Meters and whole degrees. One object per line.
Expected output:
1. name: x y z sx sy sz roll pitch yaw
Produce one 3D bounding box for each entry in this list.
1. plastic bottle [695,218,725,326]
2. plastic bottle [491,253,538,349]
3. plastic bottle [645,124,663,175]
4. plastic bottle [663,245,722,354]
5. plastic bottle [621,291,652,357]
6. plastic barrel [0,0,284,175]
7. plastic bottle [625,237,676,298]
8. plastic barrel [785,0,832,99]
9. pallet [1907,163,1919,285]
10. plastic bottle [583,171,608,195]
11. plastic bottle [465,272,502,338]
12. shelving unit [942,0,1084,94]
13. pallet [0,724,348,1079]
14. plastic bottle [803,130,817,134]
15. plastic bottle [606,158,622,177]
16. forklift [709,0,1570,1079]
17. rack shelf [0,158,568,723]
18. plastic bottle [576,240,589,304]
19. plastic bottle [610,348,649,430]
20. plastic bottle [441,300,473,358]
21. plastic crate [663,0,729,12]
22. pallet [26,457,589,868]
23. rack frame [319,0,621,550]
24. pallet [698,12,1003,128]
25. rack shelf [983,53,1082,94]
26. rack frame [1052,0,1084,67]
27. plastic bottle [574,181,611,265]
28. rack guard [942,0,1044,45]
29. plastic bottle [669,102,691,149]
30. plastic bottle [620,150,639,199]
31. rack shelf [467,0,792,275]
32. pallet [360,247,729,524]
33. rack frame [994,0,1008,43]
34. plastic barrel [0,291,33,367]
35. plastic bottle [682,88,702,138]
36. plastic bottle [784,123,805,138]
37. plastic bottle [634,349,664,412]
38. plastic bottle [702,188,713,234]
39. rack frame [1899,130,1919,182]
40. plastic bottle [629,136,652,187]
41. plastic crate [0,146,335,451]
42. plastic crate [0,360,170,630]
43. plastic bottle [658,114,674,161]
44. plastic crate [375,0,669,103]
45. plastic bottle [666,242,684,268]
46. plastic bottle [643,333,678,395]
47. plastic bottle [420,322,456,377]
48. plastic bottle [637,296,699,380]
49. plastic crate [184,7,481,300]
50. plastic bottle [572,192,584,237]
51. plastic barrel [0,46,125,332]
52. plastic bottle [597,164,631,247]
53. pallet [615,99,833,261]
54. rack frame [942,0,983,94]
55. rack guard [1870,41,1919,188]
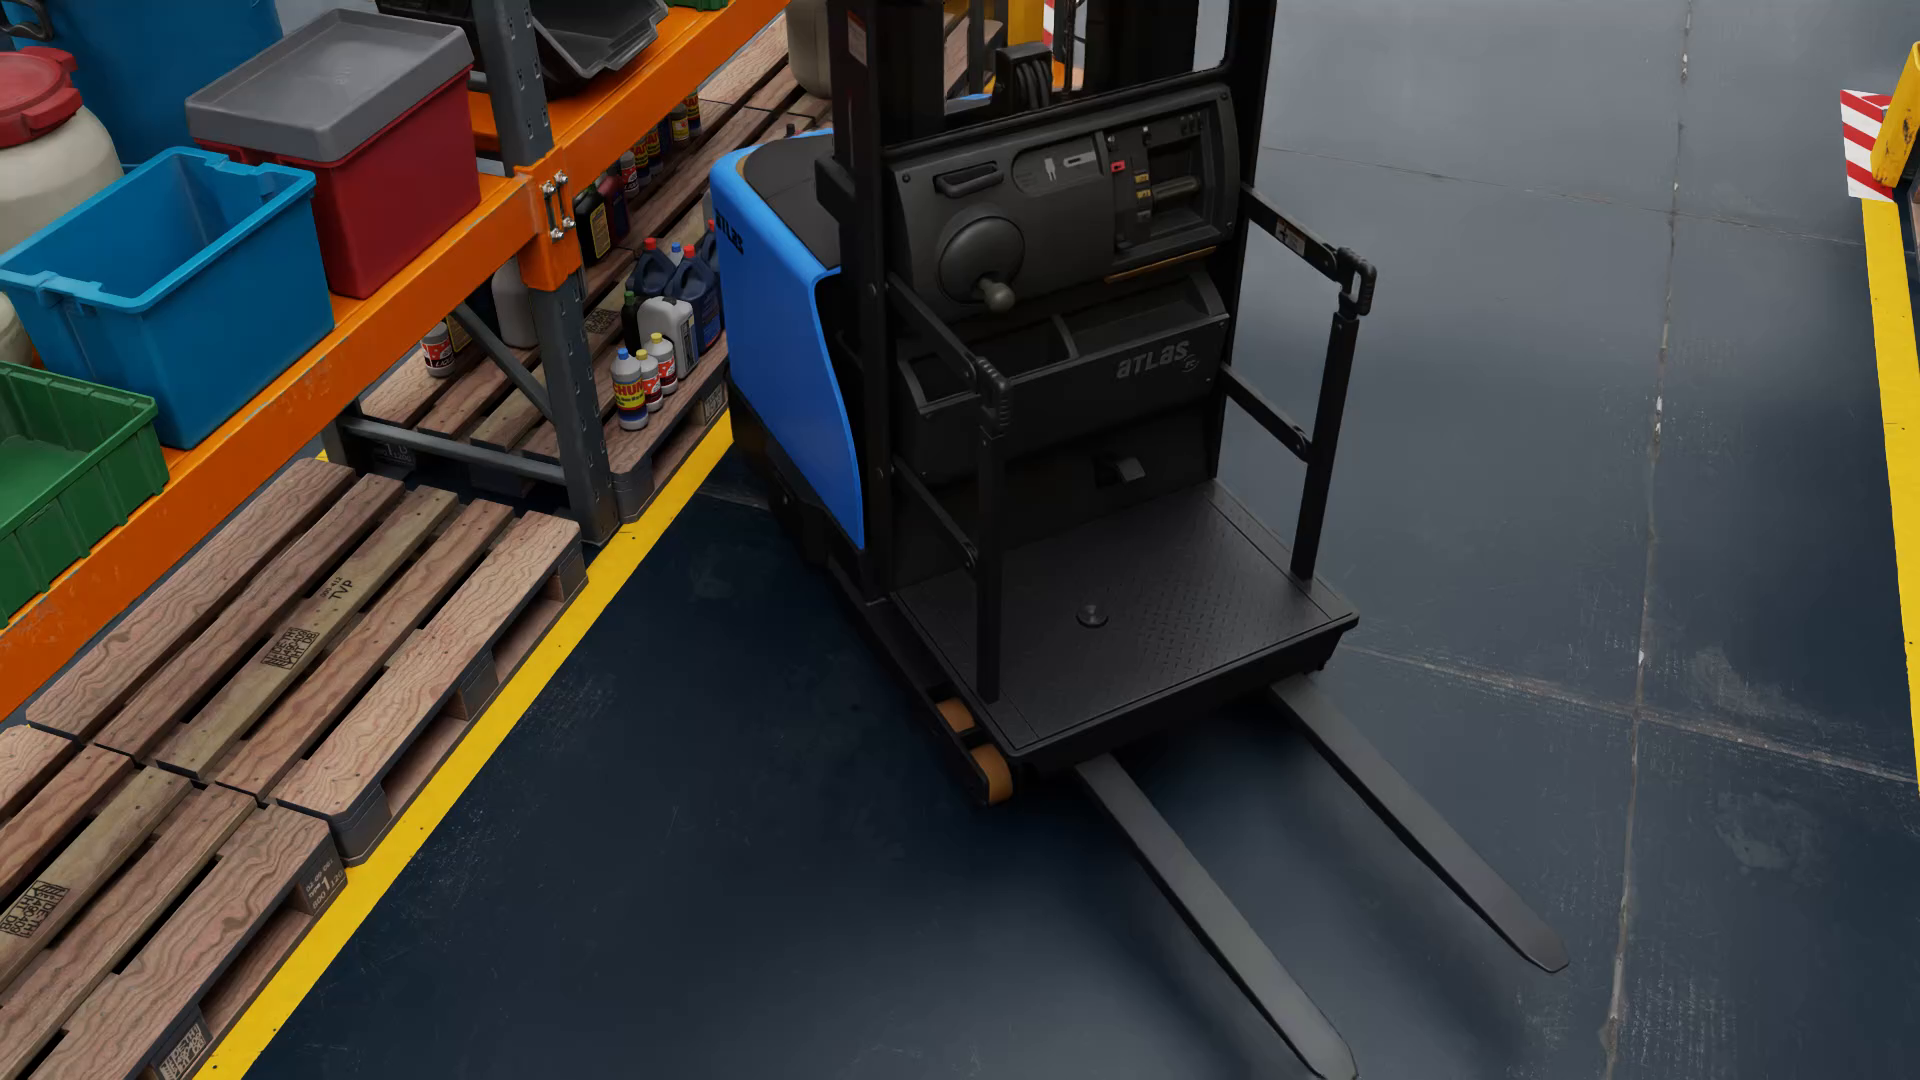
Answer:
1. plastic bottle: -0.842 -0.935 5.737 0.144 0.351 0.185 12 42 13
2. plastic bottle: -1.487 -0.845 5.631 0.144 0.351 0.185 13 42 15
3. plastic bottle: -1.235 -1.584 6.558 0.097 0.271 0.097 0 40 0
4. plastic bottle: -0.906 -0.820 5.602 0.144 0.351 0.185 14 43 16
5. plastic bottle: -1.067 -0.718 5.534 0.061 0.283 0.133 13 42 15
6. plastic barrel: -1.989 -1.282 4.056 0.600 0.901 0.708 13 42 15
7. plastic bottle: -1.042 -0.852 5.640 0.144 0.351 0.185 13 42 15
8. plastic barrel: -0.529 -2.189 7.098 0.421 0.512 0.421 0 40 0
9. pallet: 4.227 -1.062 6.332 1.003 0.211 1.213 13 42 15
10. plastic bottle: -1.388 -1.260 6.176 0.152 0.276 0.135 14 42 16
11. plastic bottle: -1.623 -0.877 5.668 0.144 0.351 0.185 12 42 14
12. shelving unit: 0.209 -1.598 5.968 0.587 1.500 1.083 30 49 30
13. pallet: -2.220 1.035 3.874 1.003 0.211 1.213 13 42 15
14. plastic bottle: -0.532 -1.466 6.417 0.152 0.276 0.135 14 42 15
15. plastic bottle: -1.338 -1.399 6.342 0.097 0.271 0.097 0 40 0
16. forklift: 0.379 -0.747 3.867 1.130 2.935 3.031 -19 44 -21
17. rack shelf: -2.256 0.233 3.220 1.077 0.370 4.000 13 42 15
18. plastic bottle: -1.410 -0.948 5.809 0.152 0.276 0.135 13 42 15
19. plastic bottle: -1.051 -0.487 5.272 0.097 0.271 0.097 0 40 0
20. plastic bottle: -1.718 -0.761 5.585 0.061 0.283 0.133 15 43 17
21. plastic crate: -0.843 -1.945 5.382 0.450 0.188 0.662 13 42 15
22. pallet: -1.804 0.288 4.750 1.003 0.211 1.213 13 42 15
23. rack frame: -1.572 -1.260 4.416 1.000 3.000 0.127 13 42 15
24. pallet: -0.469 -2.088 7.535 1.003 0.211 1.213 13 42 15
25. rack shelf: 0.215 -1.466 6.089 0.538 0.185 1.000 30 49 30
26. rack frame: 0.552 -1.849 6.262 0.500 1.500 0.032 30 49 30
27. plastic bottle: -1.342 -1.158 6.050 0.061 0.283 0.133 13 42 15
28. rack guard: -0.186 -2.692 8.020 1.175 0.500 0.348 13 42 15
29. plastic bottle: -1.153 -1.703 6.752 0.097 0.201 0.097 0 40 0
30. plastic bottle: -1.303 -1.436 6.439 0.097 0.201 0.097 0 40 0
31. rack shelf: -0.888 -2.206 6.079 1.077 0.370 4.000 13 42 15
32. pallet: -1.303 -0.600 5.790 1.003 0.211 1.213 13 42 15
33. rack frame: -0.204 -3.700 7.276 1.000 3.000 0.127 13 42 15
34. plastic barrel: -2.169 -0.434 3.555 0.301 0.262 0.301 0 40 0
35. plastic bottle: -1.117 -1.793 6.803 0.097 0.271 0.097 0 40 0
36. plastic bottle: -0.633 -1.492 6.442 0.061 0.283 0.133 13 42 15
37. plastic bottle: -1.017 -0.522 5.368 0.097 0.201 0.097 0 40 0
38. plastic bottle: -0.844 -1.184 6.086 0.152 0.276 0.135 13 42 15
39. rack frame: 4.449 -2.598 5.984 1.000 3.000 0.127 13 42 15
40. plastic bottle: -1.269 -1.523 6.487 0.097 0.271 0.097 0 40 0
41. plastic crate: -1.657 -0.512 3.552 0.392 0.384 0.575 13 42 15
42. plastic crate: -1.903 -0.055 3.166 0.450 0.188 0.662 13 42 15
43. plastic bottle: -1.212 -1.663 6.642 0.061 0.283 0.133 14 42 16
44. plastic crate: -1.274 -1.528 4.777 0.767 0.338 0.504 13 42 15
45. plastic bottle: -0.970 -0.905 5.763 0.097 0.271 0.097 0 40 0
46. plastic bottle: -0.982 -0.584 5.441 0.097 0.201 0.097 0 40 0
47. plastic bottle: -1.741 -0.653 5.522 0.097 0.201 0.097 0 40 0
48. plastic bottle: -0.967 -0.692 5.509 0.152 0.276 0.135 15 43 17
49. plastic crate: -1.450 -0.921 3.969 0.402 0.464 0.583 13 42 15
50. plastic bottle: -1.447 -1.191 6.036 0.144 0.351 0.185 13 42 15
51. plastic barrel: -2.106 -0.777 3.745 0.433 0.535 0.433 0 40 0
52. plastic bottle: -1.287 -1.240 6.146 0.061 0.283 0.133 13 42 15
53. pallet: -0.888 -1.346 6.665 1.003 0.211 1.213 13 42 15
54. rack frame: -0.123 -1.356 5.684 0.500 1.500 0.032 30 49 30
55. rack guard: 4.457 -1.662 6.813 1.175 0.500 0.348 13 42 15
